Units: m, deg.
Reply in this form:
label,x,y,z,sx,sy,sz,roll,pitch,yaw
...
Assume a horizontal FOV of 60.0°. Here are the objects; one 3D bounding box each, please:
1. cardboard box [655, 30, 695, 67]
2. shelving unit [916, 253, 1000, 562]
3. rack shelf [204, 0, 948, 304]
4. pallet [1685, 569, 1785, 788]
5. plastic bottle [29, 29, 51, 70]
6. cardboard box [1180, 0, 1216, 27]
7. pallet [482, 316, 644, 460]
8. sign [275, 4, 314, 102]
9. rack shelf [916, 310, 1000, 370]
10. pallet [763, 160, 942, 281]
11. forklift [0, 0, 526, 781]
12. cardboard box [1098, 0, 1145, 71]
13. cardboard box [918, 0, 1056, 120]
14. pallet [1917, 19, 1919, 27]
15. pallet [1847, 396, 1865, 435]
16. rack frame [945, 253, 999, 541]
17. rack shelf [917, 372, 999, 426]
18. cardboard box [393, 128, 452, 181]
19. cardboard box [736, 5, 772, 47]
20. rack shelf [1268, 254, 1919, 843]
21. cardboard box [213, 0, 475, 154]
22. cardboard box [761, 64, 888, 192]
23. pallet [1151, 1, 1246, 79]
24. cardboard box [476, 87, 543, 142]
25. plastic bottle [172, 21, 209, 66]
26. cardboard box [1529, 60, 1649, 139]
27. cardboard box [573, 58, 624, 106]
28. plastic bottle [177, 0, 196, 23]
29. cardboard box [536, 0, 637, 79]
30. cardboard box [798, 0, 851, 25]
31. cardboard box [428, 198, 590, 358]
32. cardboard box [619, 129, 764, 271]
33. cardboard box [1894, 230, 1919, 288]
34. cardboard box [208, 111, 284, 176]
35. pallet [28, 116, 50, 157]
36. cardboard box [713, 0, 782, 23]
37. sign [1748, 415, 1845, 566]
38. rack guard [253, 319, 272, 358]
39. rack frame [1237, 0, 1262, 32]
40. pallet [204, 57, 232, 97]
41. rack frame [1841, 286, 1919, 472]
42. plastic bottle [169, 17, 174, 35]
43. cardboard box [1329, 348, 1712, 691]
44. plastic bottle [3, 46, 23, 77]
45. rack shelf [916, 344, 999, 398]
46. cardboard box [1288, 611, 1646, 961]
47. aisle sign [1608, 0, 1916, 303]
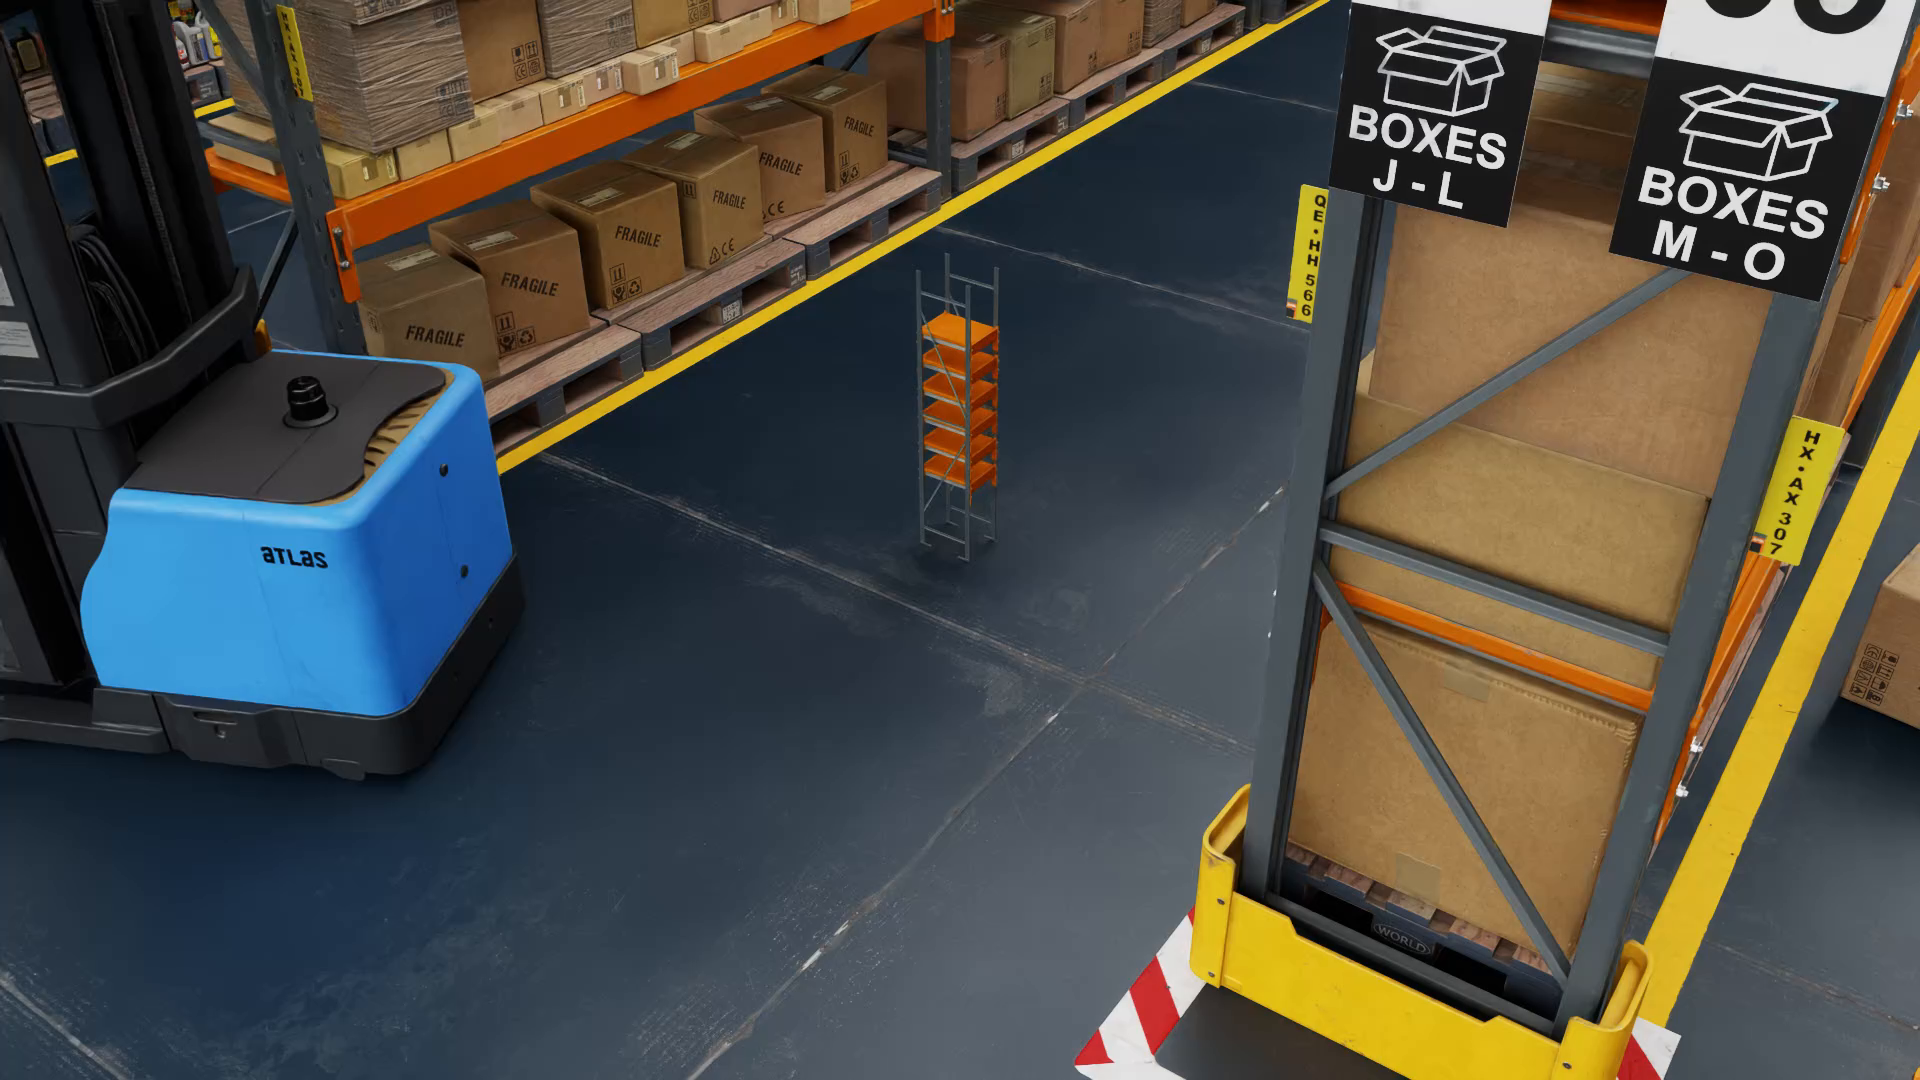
label,x,y,z,sx,sy,sz,roll,pitch,yaw
cardboard box,-1.448,-2.284,7.674,0.380,0.149,0.250,21,39,28
shelving unit,-0.008,-0.490,6.404,0.258,1.200,0.189,21,39,28
rack shelf,-1.635,-2.139,7.877,1.077,0.370,4.000,21,39,28
pallet,2.330,0.317,6.092,1.003,0.211,1.213,21,39,28
plastic bottle,-5.991,-3.245,10.909,0.152,0.276,0.135,22,40,29
cardboard box,1.421,-4.030,11.871,0.700,0.500,0.500,19,38,26
pallet,-2.240,-0.759,7.684,1.003,0.211,1.213,21,39,28
sign,-2.329,-1.702,5.816,0.100,0.325,0.005,21,39,28
rack shelf,-0.008,-0.752,6.227,0.258,0.103,0.180,21,39,28
pallet,-0.848,-1.882,9.344,1.003,0.211,1.213,21,39,28
forklift,-3.196,-0.800,5.317,3.031,2.935,1.130,5,34,8
cardboard box,0.797,-3.508,11.098,0.700,0.500,0.500,25,41,32
cardboard box,0.161,-2.993,10.337,0.700,0.500,0.500,21,39,28
pallet,1.656,-1.436,3.598,1.003,0.211,1.213,21,39,28
pallet,3.901,-0.951,7.967,1.003,0.211,1.213,21,39,28
rack frame,0.044,-0.532,6.466,0.240,1.200,0.006,21,39,28
rack shelf,-0.008,-0.553,6.362,0.258,0.103,0.180,21,39,28
cardboard box,-2.259,-1.576,6.628,0.380,0.149,0.250,21,39,28
cardboard box,-1.129,-2.501,7.995,0.380,0.149,0.250,21,39,28
rack shelf,2.382,-0.508,5.466,1.077,0.370,4.000,21,39,28
cardboard box,-2.439,-1.926,6.565,0.875,0.500,0.500,21,39,28
cardboard box,-0.756,-2.325,9.366,0.500,0.500,0.500,20,39,27
pallet,1.339,-3.684,12.009,1.003,0.211,1.213,21,39,28
cardboard box,-1.978,-1.808,6.971,0.380,0.149,0.250,21,39,28
plastic bottle,-5.083,-3.294,10.983,0.152,0.276,0.135,22,40,29
cardboard box,1.723,-0.836,4.211,0.875,0.550,0.550,21,39,28
cardboard box,-1.710,-2.045,7.320,0.380,0.149,0.250,21,39,28
plastic bottle,-5.348,-3.647,11.508,0.097,0.271,0.097,0,34,0
cardboard box,-1.932,-2.410,7.282,0.875,0.500,0.500,21,39,28
cardboard box,-0.769,-2.702,8.292,0.380,0.149,0.250,21,39,28
cardboard box,-2.093,-1.223,7.737,0.500,0.500,0.500,-25,41,-32
cardboard box,-1.365,-1.748,8.513,0.500,0.500,0.500,18,38,24
cardboard box,3.027,-1.355,5.942,0.875,0.550,0.550,21,39,28
cardboard box,-2.782,-1.610,6.677,0.380,0.149,0.250,21,39,28
pallet,-6.372,-2.366,10.060,1.003,0.211,1.213,21,39,28
cardboard box,-1.318,-2.853,7.937,0.875,0.500,0.500,21,39,28
sign,1.694,-0.097,3.372,0.100,0.325,0.005,21,39,28
rack guard,-2.732,-0.516,7.067,1.175,0.500,0.348,21,39,28
rack frame,1.786,-5.198,11.759,1.000,3.000,0.127,21,39,28
pallet,-4.981,-3.488,11.720,1.003,0.211,1.213,21,39,28
rack frame,3.523,-1.727,6.625,1.000,3.000,0.127,21,39,28
plastic bottle,-5.171,-3.331,11.030,0.061,0.283,0.133,21,39,28
cardboard box,1.416,-0.133,4.135,0.875,0.550,0.550,21,39,28
plastic bottle,-6.157,-3.107,10.772,0.097,0.201,0.097,0,34,0
rack shelf,-0.008,-0.652,6.294,0.258,0.103,0.180,21,39,28
cardboard box,1.574,0.487,4.874,0.875,0.875,0.875,21,40,28
aisle sign,1.448,-0.834,2.985,0.394,0.787,0.004,21,39,28
